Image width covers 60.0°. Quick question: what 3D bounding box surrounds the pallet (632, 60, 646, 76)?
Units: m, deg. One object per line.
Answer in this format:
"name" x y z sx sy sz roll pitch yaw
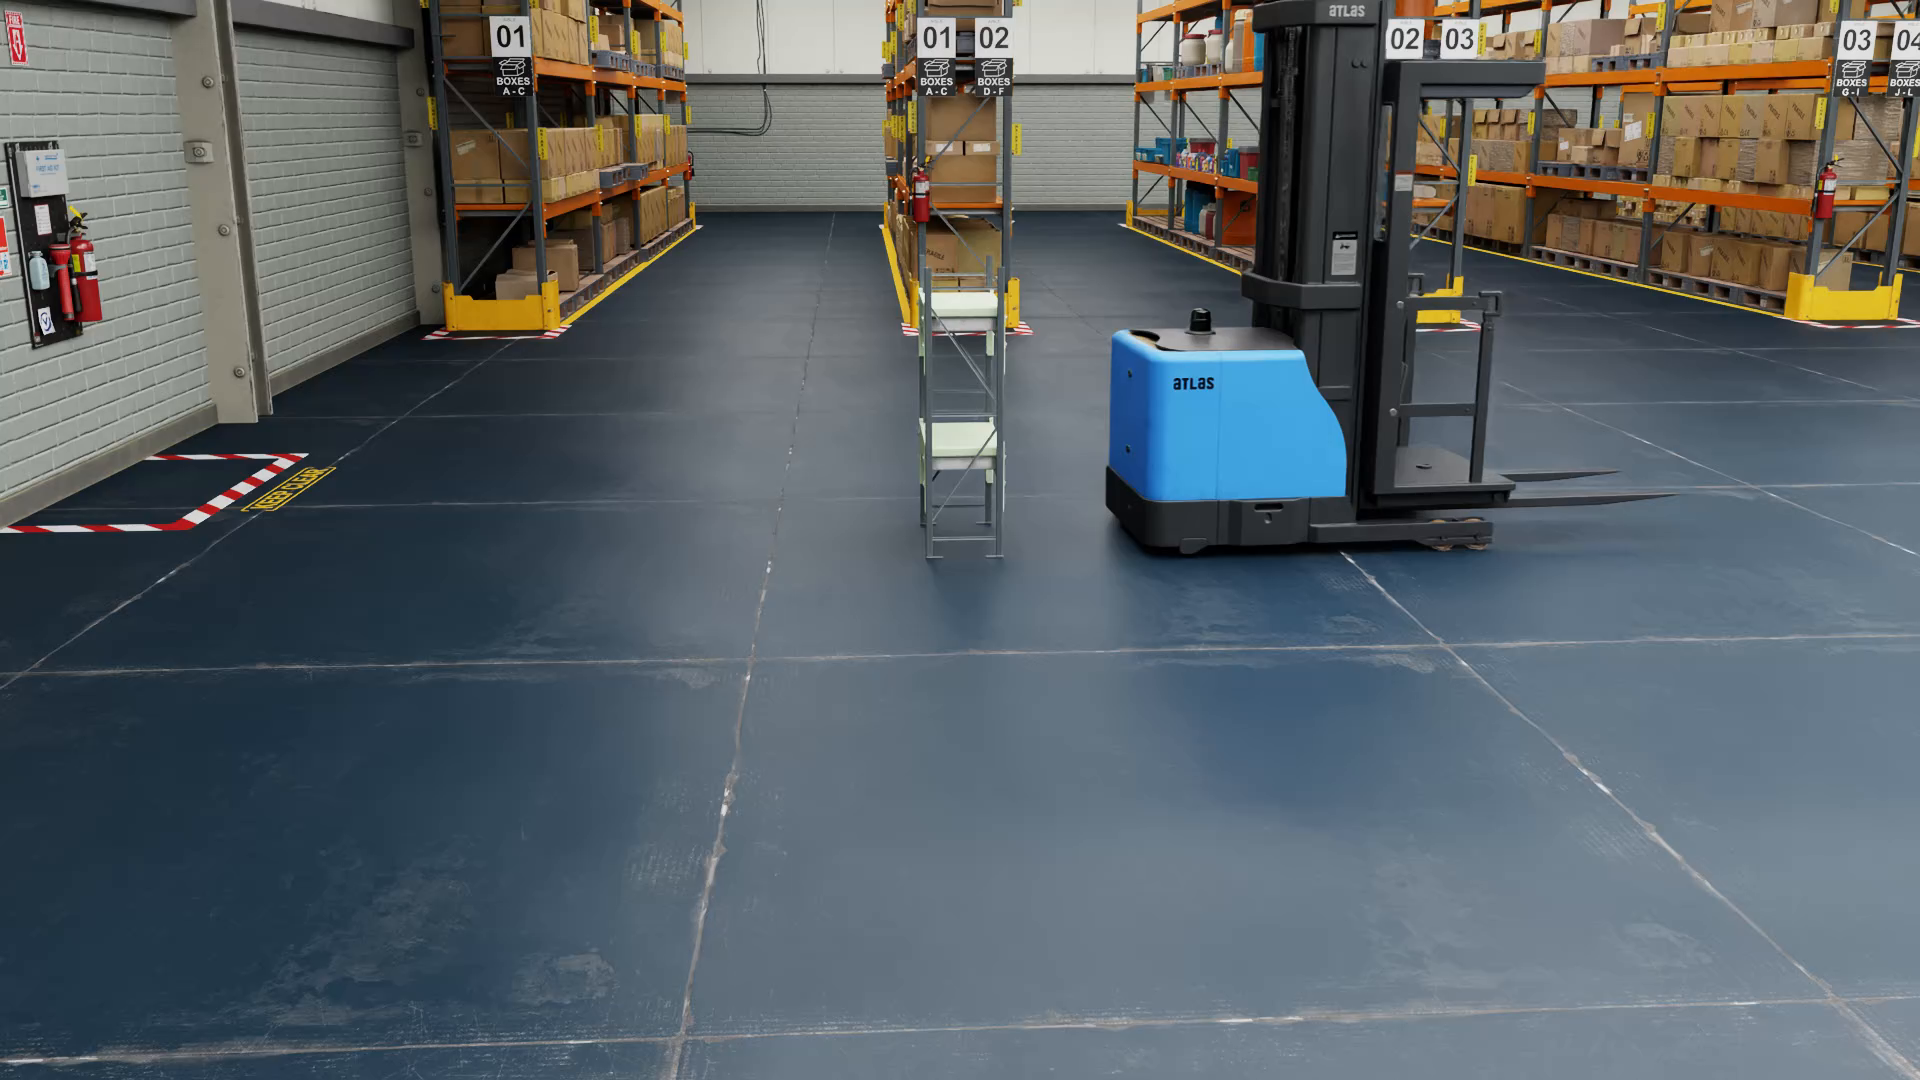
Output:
"pallet" -5.487 -7.219 25.421 1.213 0.211 1.003 0 14 -1

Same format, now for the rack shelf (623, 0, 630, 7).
"rack shelf" -5.270 -7.564 22.611 1.077 0.370 4.000 -1 14 -3

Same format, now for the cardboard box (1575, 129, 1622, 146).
"cardboard box" 9.645 -5.908 24.926 0.700 0.500 0.500 1 14 5

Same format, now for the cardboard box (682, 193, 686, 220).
"cardboard box" -5.747 -6.508 32.474 0.700 0.500 0.500 -1 14 -3

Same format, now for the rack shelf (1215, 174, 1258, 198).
"rack shelf" 4.618 -5.005 23.903 1.077 0.370 4.000 -1 14 -3

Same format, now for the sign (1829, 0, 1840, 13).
"sign" 9.378 -5.816 17.813 0.100 0.325 0.005 -1 14 -3

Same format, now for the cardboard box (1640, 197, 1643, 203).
"cardboard box" 13.714 -6.752 32.933 0.380 0.149 0.250 -2 15 -6

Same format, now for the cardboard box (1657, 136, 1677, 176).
"cardboard box" 9.651 -5.012 21.689 0.875 0.500 0.500 -1 14 -3

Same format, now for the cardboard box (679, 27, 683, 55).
"cardboard box" -5.572 -9.505 31.681 0.500 0.500 0.500 -1 14 -4

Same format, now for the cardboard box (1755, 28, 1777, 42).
"cardboard box" 9.531 -5.899 19.414 0.380 0.149 0.250 -2 15 -6

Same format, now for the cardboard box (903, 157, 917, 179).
"cardboard box" -0.588 -5.507 24.588 0.500 0.311 0.500 -1 14 -4

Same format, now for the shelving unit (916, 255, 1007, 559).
"shelving unit" 0.000 -0.725 8.833 0.431 1.500 0.755 -1 14 -3

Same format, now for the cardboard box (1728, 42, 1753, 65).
"cardboard box" 9.556 -5.811 19.871 0.500 0.250 0.500 -1 14 -4

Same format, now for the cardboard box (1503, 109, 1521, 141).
"cardboard box" 9.370 -6.806 27.244 0.797 0.503 0.637 -1 14 -2

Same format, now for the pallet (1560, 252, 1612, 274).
"pallet" 9.557 -4.080 24.460 1.003 0.211 1.213 -1 14 -3

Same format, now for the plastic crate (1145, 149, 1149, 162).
"plastic crate" 3.766 -7.395 31.962 0.416 0.233 0.300 -1 14 -3

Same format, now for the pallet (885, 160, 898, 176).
"pallet" -0.562 -5.850 26.128 1.213 0.211 1.003 -1 14 -3

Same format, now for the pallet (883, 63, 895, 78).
"pallet" -0.661 -7.711 27.332 1.213 0.211 1.003 -1 14 -3

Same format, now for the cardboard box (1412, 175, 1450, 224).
"cardboard box" 9.172 -6.486 31.636 0.875 0.875 0.875 -1 14 -3

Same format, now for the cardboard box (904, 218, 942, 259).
"cardboard box" -0.448 -3.771 20.834 0.500 0.500 0.500 -1 14 -3

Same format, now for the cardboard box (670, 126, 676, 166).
"cardboard box" -5.699 -7.155 30.213 0.980 0.700 0.700 -1 14 -5

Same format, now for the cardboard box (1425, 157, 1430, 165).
"cardboard box" 8.811 -6.999 30.714 0.380 0.149 0.250 -1 14 -4

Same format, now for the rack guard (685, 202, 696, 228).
"rack guard" -5.891 -6.483 33.220 1.175 0.500 0.348 -1 14 -3

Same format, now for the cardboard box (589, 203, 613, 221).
"cardboard box" -5.325 -4.743 24.068 0.500 0.250 0.500 -1 14 -2

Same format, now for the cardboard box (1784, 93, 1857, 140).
"cardboard box" 9.652 -4.747 18.654 0.500 0.500 0.500 -1 14 -3

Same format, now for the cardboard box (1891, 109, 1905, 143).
"cardboard box" 14.444 -6.274 25.184 0.700 0.500 0.500 -1 14 -4

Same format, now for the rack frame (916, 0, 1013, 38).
"rack frame" 0.045 -6.691 16.973 1.000 3.000 0.127 -1 14 -3

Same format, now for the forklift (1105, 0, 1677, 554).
"forklift" 2.389 -1.489 8.931 3.031 2.935 1.130 -2 15 -7

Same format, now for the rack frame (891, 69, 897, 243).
"rack frame" -0.698 -6.770 29.320 1.000 3.000 0.127 -1 14 -3

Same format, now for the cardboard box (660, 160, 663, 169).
"cardboard box" -5.299 -6.439 28.495 0.380 0.149 0.250 -1 14 -2

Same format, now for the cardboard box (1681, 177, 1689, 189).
"cardboard box" 9.469 -4.567 21.260 0.380 0.149 0.250 -1 14 -3

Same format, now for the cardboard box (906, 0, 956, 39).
"cardboard box" -0.226 -6.143 19.531 0.797 0.503 0.637 1 14 3

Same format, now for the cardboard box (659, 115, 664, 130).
"cardboard box" -5.358 -7.146 28.437 0.500 0.250 0.500 -1 14 -2

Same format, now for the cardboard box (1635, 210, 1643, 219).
"cardboard box" 13.638 -6.465 33.013 0.380 0.149 0.250 -1 14 -3

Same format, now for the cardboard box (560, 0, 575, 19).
"cardboard box" -4.758 -6.312 19.271 0.500 0.500 0.500 -1 14 -5

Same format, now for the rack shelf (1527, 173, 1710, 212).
"rack shelf" 9.561 -5.082 24.200 1.077 0.370 4.000 -1 14 -3

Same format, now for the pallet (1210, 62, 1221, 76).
"pallet" 4.544 -7.404 26.142 1.003 0.211 1.213 -1 14 -3

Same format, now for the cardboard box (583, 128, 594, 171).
"cardboard box" -4.772 -4.767 20.288 0.500 0.500 0.500 -1 14 -4

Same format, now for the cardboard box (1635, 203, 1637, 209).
"cardboard box" 13.738 -6.672 33.221 0.380 0.149 0.250 -1 14 -3

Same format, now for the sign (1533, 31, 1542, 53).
"sign" 8.883 -7.662 25.571 0.100 0.325 0.005 -1 14 -3

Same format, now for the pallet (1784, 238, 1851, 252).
"pallet" 14.347 -4.823 27.347 1.003 0.211 1.213 -1 14 -3

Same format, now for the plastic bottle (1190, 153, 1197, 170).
"plastic bottle" 3.966 -6.377 28.039 0.152 0.276 0.135 -1 14 -3

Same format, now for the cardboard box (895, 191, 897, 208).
"cardboard box" -0.818 -5.638 27.549 0.500 0.250 0.500 -1 14 -4

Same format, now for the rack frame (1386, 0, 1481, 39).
"rack frame" 4.989 -6.767 17.267 1.000 3.000 0.127 -1 14 -3

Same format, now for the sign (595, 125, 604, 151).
"sign" -4.605 -5.133 21.218 0.100 0.325 0.005 -1 14 -3

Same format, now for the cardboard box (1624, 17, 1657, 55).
"cardboard box" 9.695 -6.991 23.110 0.797 0.503 0.637 0 14 -1

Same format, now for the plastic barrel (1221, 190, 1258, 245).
"plastic barrel" 4.446 -5.125 26.437 0.600 0.830 0.708 -1 14 -3

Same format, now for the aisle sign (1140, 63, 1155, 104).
"aisle sign" 3.697 -9.113 33.207 0.394 0.787 0.004 -1 14 -3

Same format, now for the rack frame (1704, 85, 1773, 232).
"rack frame" 14.146 -6.974 30.110 1.000 3.000 0.127 -1 14 -3

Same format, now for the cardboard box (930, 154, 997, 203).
"cardboard box" 0.029 -3.951 18.160 0.700 0.500 0.500 -1 14 -3

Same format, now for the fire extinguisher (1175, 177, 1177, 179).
"fire extinguisher" 4.442 -7.667 33.709 0.296 0.674 0.183 -1 14 -3

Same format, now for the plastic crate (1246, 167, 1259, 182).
"plastic crate" 4.352 -5.182 23.573 0.450 0.188 0.662 -1 14 -3
